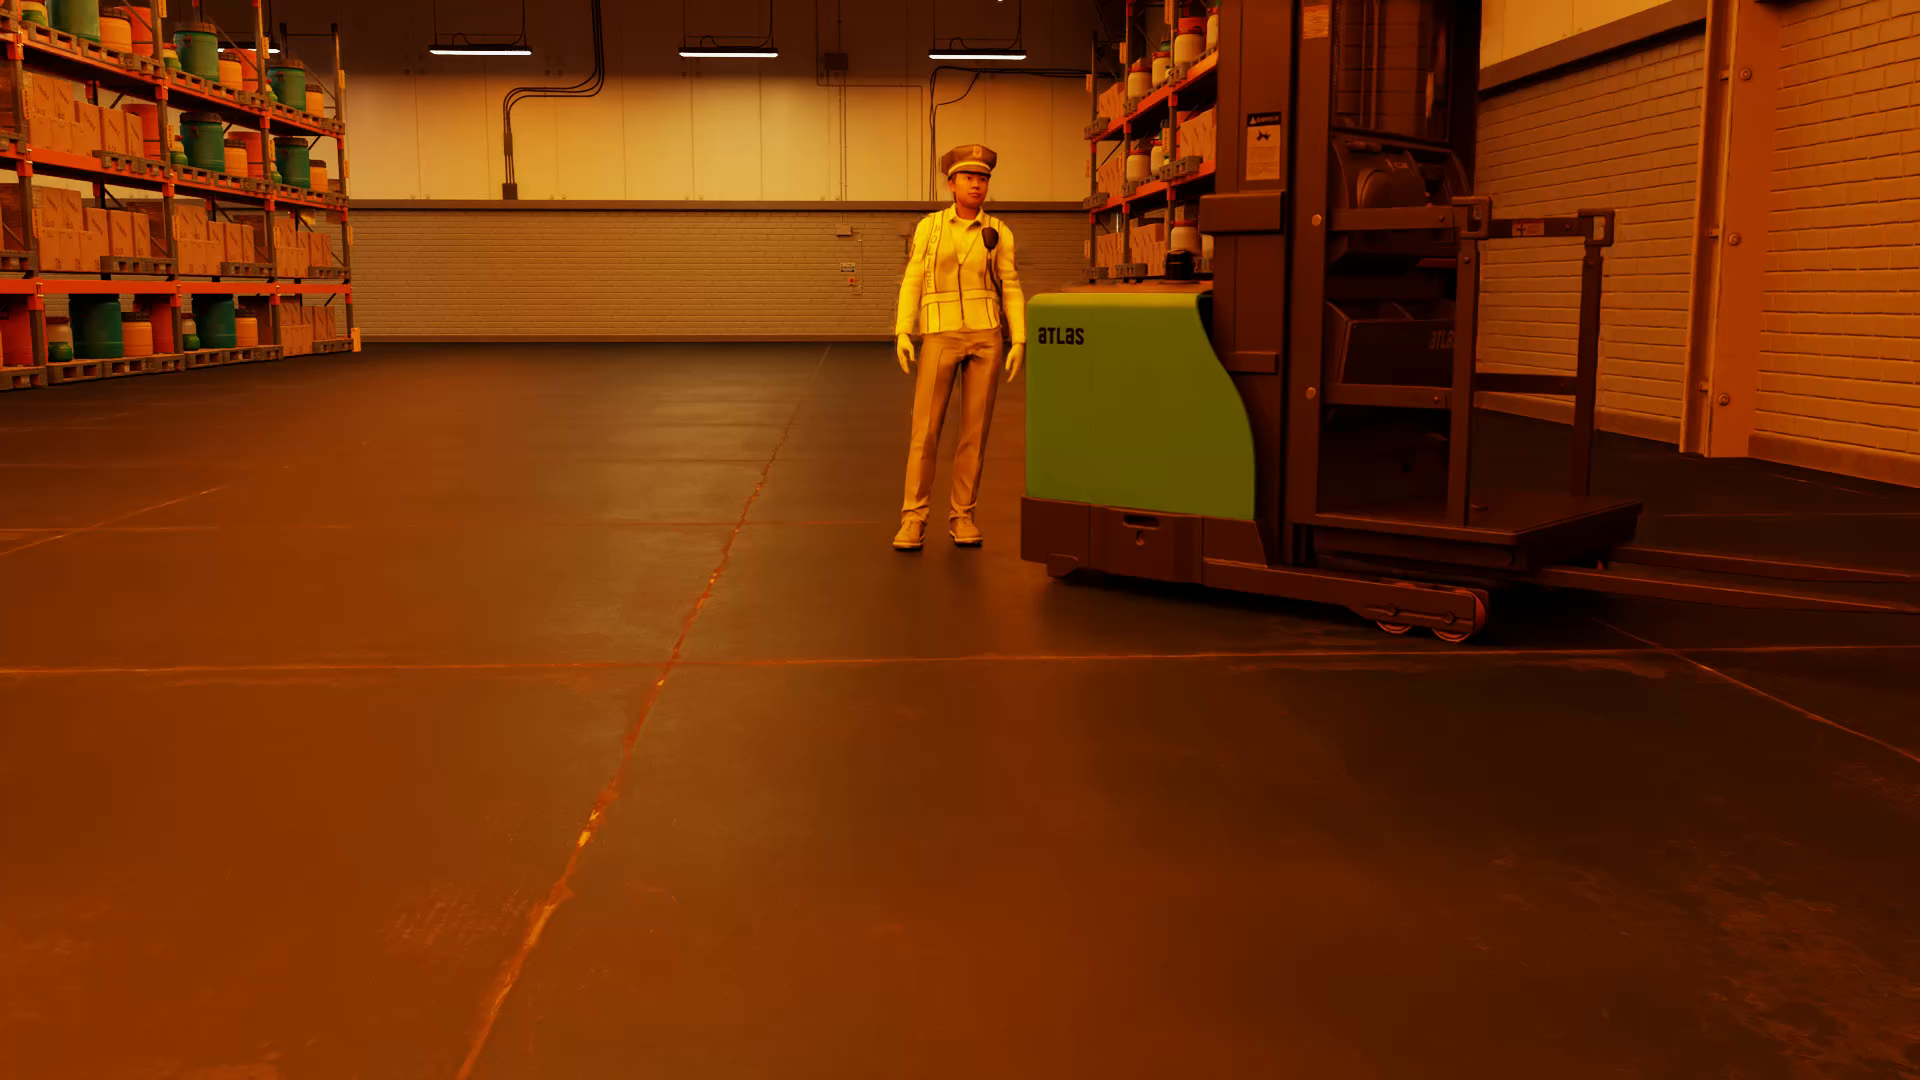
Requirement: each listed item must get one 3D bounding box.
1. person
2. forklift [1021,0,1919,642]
[{"bbox_3d":[0.002,-0.832,7.111,0.595,1.692,0.517,-1,8,-4],"label":"person"},{"bbox_3d":[1.671,-1.218,5.536,3.031,2.935,1.130,7,11,41],"label":"forklift"}]
